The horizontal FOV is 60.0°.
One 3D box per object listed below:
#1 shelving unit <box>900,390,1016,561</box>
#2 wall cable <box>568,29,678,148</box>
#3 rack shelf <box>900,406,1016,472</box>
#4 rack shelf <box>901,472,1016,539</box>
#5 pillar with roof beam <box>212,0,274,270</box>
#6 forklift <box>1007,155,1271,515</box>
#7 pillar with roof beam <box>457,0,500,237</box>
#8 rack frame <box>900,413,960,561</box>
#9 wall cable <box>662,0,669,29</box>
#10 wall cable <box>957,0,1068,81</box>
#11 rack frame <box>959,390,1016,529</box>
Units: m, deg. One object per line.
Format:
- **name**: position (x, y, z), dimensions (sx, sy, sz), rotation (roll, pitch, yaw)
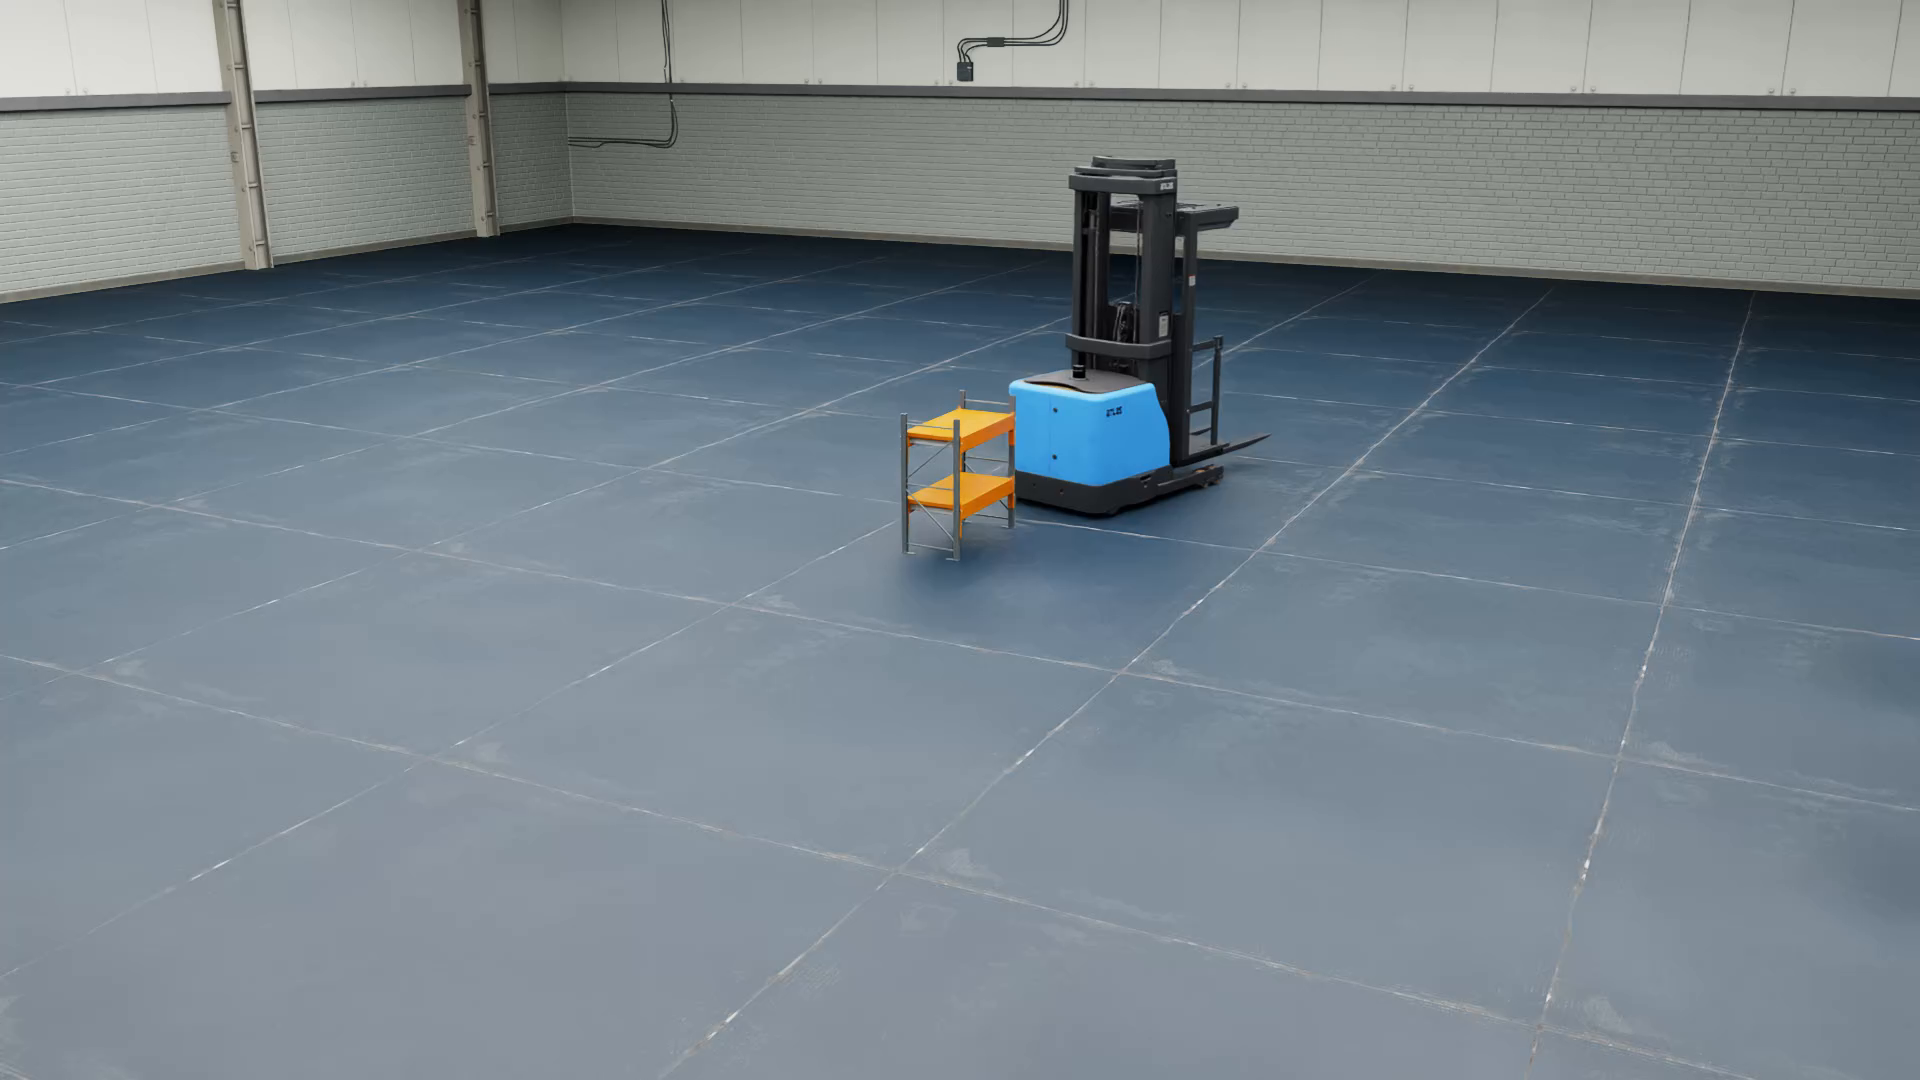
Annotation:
- **shelving unit**: position (-0.003, -0.537, 13.358), dimensions (0.538, 1.125, 1.048), rotation (8, 18, 25)
- **wall cable**: position (-7.498, -9.854, 36.349), dimensions (3.097, 2.526, 0.112), rotation (8, 18, 25)
- **rack shelf**: position (-0.003, -0.818, 13.275), dimensions (0.538, 0.278, 1.000), rotation (8, 18, 25)
- **rack shelf**: position (-0.003, -0.303, 13.428), dimensions (0.538, 0.278, 1.000), rotation (8, 18, 25)
- **pillar with roof beam**: position (-8.827, -8.684, 26.957), dimensions (9.100, 9.000, 0.400), rotation (8, 18, 25)
- **forklift**: position (1.770, -1.965, 14.994), dimensions (1.130, 2.935, 3.031), rotation (14, 22, 40)
- **pillar with roof beam**: position (-6.146, -10.212, 32.102), dimensions (9.100, 9.000, 0.400), rotation (8, 18, 25)
- **rack frame**: position (-0.230, -0.408, 12.922), dimensions (0.500, 1.125, 0.032), rotation (8, 18, 25)
- **wall cable**: position (-5.078, -11.930, 34.471), dimensions (3.097, 2.526, 0.112), rotation (8, 18, 25)
- **wall cable**: position (0.988, -11.761, 31.342), dimensions (2.305, 6.003, 0.169), rotation (8, 18, 25)
- **rack frame**: position (0.224, -0.667, 13.794), dimensions (0.500, 1.125, 0.032), rotation (8, 18, 25)
